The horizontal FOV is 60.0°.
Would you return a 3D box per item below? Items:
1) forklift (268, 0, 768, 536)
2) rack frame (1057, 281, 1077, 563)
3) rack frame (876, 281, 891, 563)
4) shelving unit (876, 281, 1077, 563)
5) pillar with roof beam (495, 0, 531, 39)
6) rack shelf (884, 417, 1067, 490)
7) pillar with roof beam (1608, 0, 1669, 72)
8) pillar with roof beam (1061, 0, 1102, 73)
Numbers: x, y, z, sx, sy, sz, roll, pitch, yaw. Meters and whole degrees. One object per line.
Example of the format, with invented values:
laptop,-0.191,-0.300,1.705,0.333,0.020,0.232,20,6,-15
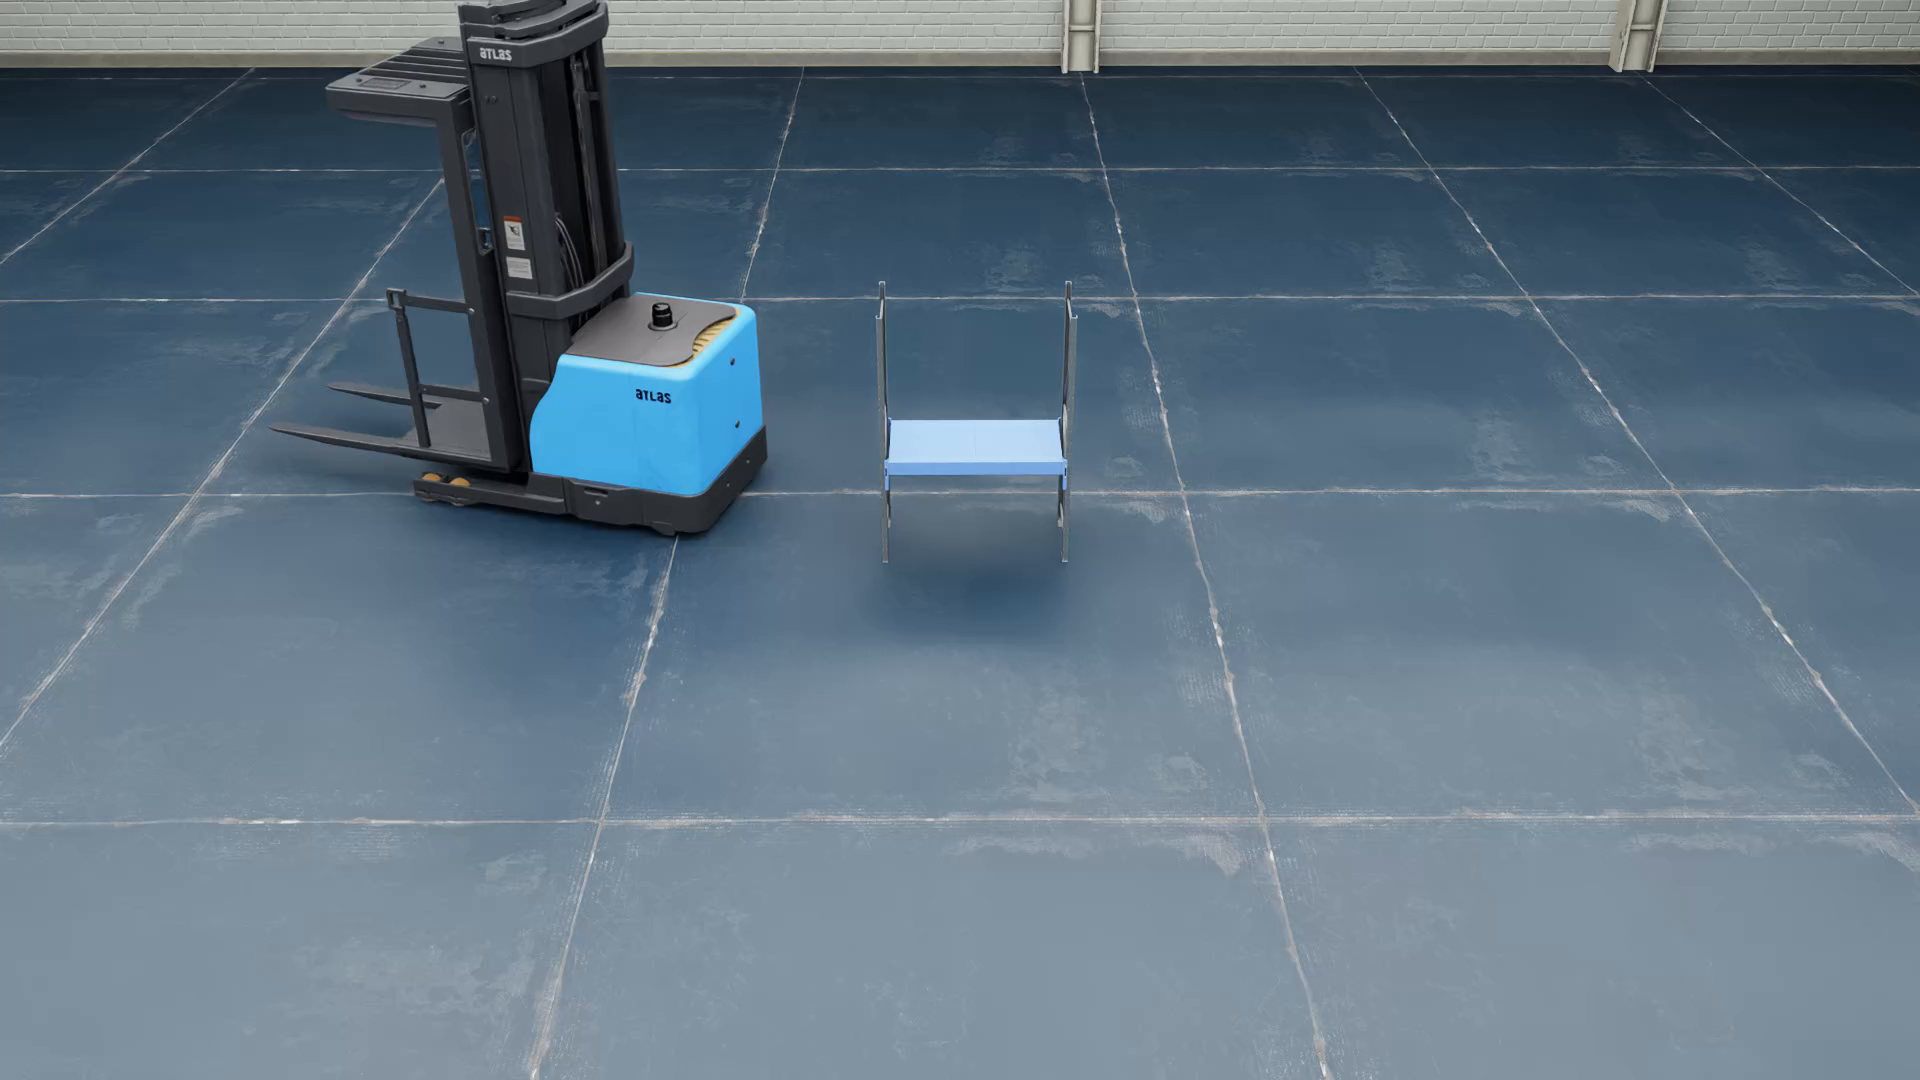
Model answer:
forklift,-2.771,-1.706,9.625,3.031,2.935,1.130,9,32,14
rack frame,0.594,-0.643,9.253,0.032,1.500,0.500,0,31,0
rack frame,-0.423,-0.640,9.248,0.032,1.500,0.500,0,31,0
shelving unit,0.085,-0.641,9.251,1.048,1.500,0.538,0,31,0
pillar with roof beam,-4.674,-6.719,12.038,0.400,9.000,9.100,0,31,0
rack shelf,0.085,-0.488,9.344,1.000,0.185,0.538,0,31,0
pillar with roof beam,7.326,-6.756,12.099,0.400,9.000,9.100,0,31,0
pillar with roof beam,1.326,-6.737,12.069,0.400,9.000,9.100,0,31,0
